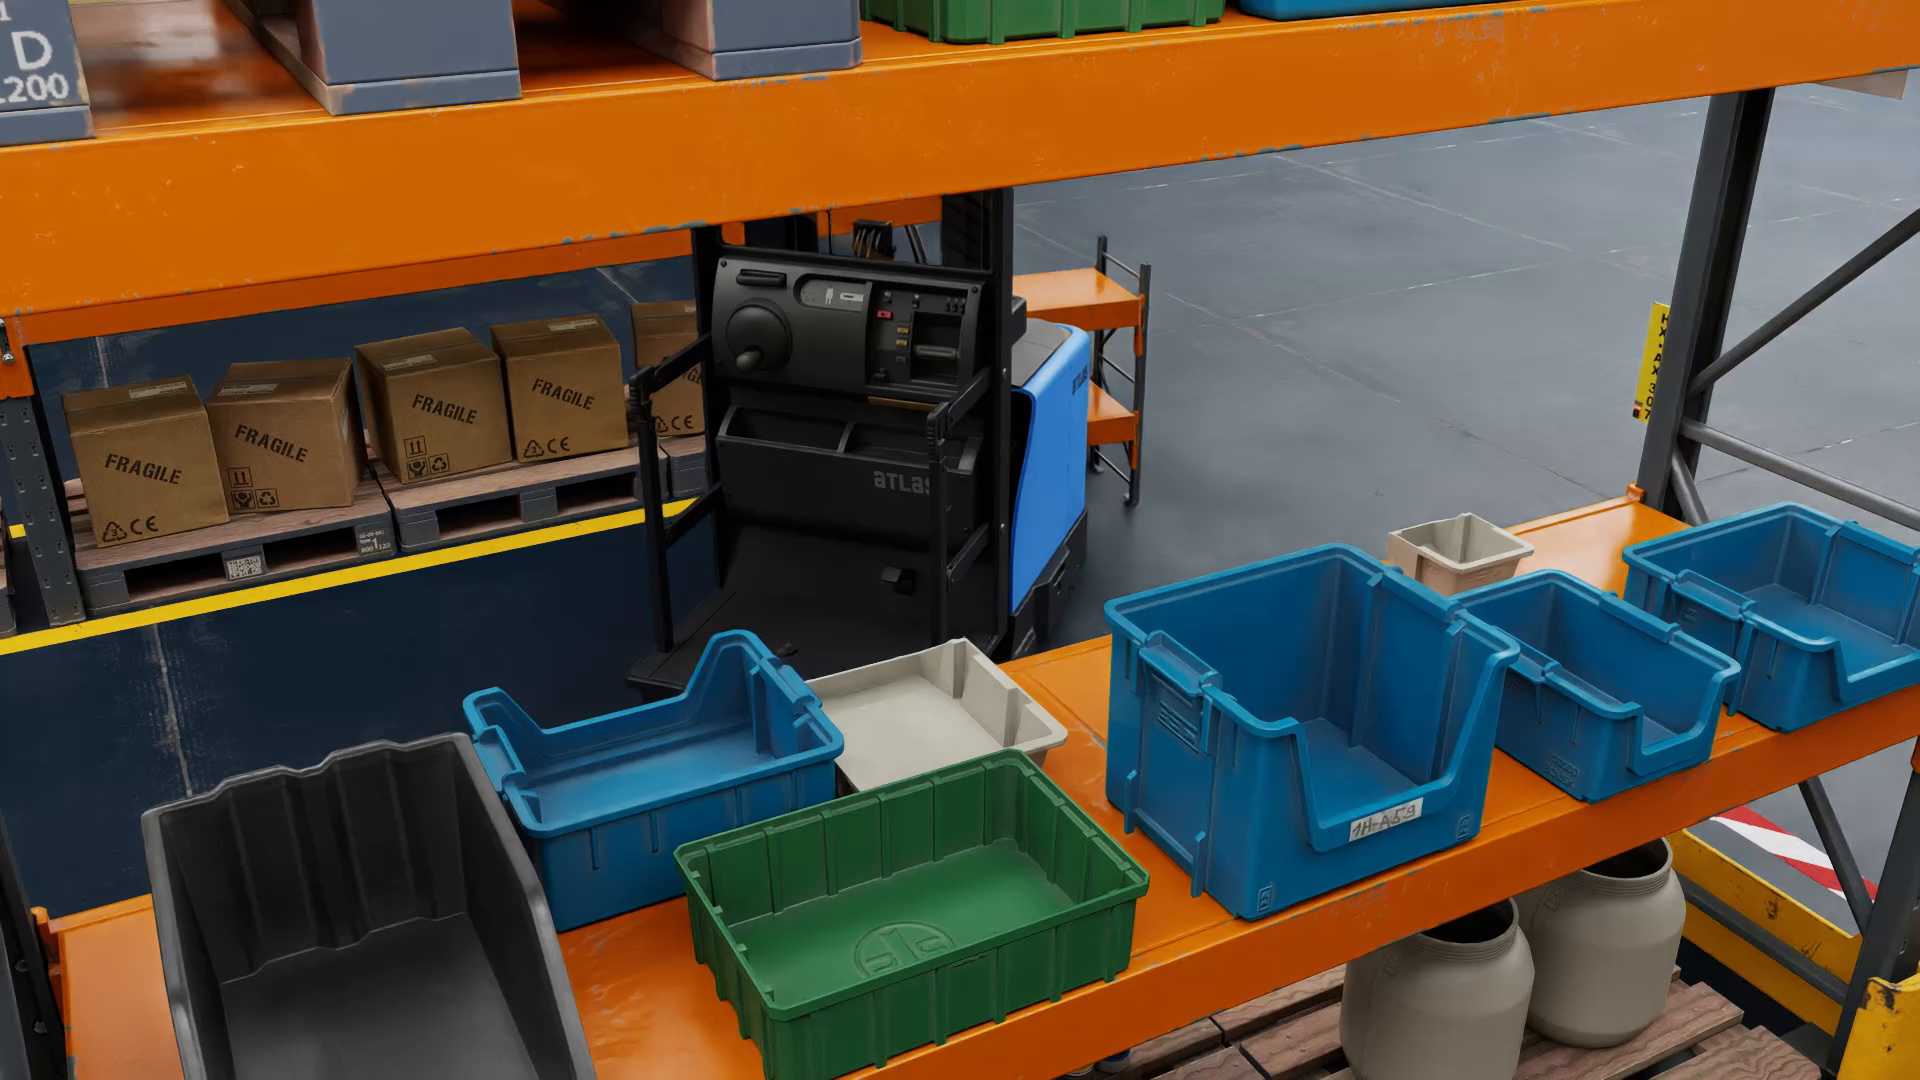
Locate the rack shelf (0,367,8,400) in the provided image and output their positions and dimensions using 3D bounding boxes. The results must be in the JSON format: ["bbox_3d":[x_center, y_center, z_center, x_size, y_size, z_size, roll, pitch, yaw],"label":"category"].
[{"bbox_3d":[-5.509,-0.474,5.603,4.000,0.370,1.077,-13,29,-25],"label":"rack shelf"}]

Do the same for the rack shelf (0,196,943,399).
[{"bbox_3d":[-1.979,-1.289,7.300,4.000,0.370,1.077,-13,29,-25],"label":"rack shelf"}]

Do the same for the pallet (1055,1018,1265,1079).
[{"bbox_3d":[0.277,1.572,3.732,1.213,0.211,1.003,-13,29,-25],"label":"pallet"}]

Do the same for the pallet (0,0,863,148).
[{"bbox_3d":[-0.823,-0.766,2.131,1.003,0.211,1.213,-13,29,-25],"label":"pallet"}]

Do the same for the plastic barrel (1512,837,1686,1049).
[{"bbox_3d":[1.571,0.967,4.160,0.421,0.512,0.421,0,26,0],"label":"plastic barrel"}]

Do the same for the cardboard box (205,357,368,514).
[{"bbox_3d":[-2.870,-0.454,7.133,0.500,0.500,0.500,-4,26,-9],"label":"cardboard box"}]

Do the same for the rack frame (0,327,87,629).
[{"bbox_3d":[-3.744,-1.206,6.296,0.127,3.000,1.000,-13,29,-25],"label":"rack frame"}]

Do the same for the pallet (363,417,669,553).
[{"bbox_3d":[-2.090,-0.349,7.733,1.213,0.211,1.003,-13,29,-25],"label":"pallet"}]

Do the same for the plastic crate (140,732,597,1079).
[{"bbox_3d":[-0.892,0.656,2.490,0.504,0.338,0.767,-13,29,-25],"label":"plastic crate"}]

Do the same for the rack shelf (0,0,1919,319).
[{"bbox_3d":[0.351,-0.749,2.711,4.000,0.370,1.077,-13,29,-25],"label":"rack shelf"}]

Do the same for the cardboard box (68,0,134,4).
[{"bbox_3d":[-3.227,-1.830,5.982,0.500,0.500,0.500,-13,29,-25],"label":"cardboard box"}]

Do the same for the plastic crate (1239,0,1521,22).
[{"bbox_3d":[0.575,-0.971,2.359,0.575,0.384,0.392,-13,29,-25],"label":"plastic crate"}]

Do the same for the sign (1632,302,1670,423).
[{"bbox_3d":[1.861,-0.465,4.432,0.005,0.325,0.100,-13,29,-25],"label":"sign"}]

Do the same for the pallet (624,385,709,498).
[{"bbox_3d":[-1.015,-0.596,8.247,1.213,0.211,1.003,-13,29,-25],"label":"pallet"}]

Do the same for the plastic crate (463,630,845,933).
[{"bbox_3d":[-0.565,0.424,3.074,0.616,0.251,0.499,-13,29,-25],"label":"plastic crate"}]

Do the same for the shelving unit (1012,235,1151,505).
[{"bbox_3d":[0.241,-0.700,7.408,1.048,1.125,0.538,-9,27,-17],"label":"shelving unit"}]

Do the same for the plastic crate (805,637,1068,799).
[{"bbox_3d":[-0.100,0.377,3.303,0.437,0.136,0.530,-13,29,-25],"label":"plastic crate"}]

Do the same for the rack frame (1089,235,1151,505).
[{"bbox_3d":[0.721,-0.772,7.559,0.032,1.125,0.500,-9,27,-17],"label":"rack frame"}]

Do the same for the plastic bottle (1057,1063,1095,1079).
[{"bbox_3d":[0.278,1.206,3.998,0.097,0.201,0.097,0,26,0],"label":"plastic bottle"}]

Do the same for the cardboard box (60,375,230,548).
[{"bbox_3d":[-3.372,-0.334,6.884,0.500,0.500,0.500,-14,29,-27],"label":"cardboard box"}]

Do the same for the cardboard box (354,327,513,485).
[{"bbox_3d":[-2.360,-0.610,7.459,0.500,0.500,0.500,-16,30,-30],"label":"cardboard box"}]

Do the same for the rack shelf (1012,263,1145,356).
[{"bbox_3d":[0.241,-0.964,7.281,1.000,0.278,0.538,-9,27,-17],"label":"rack shelf"}]

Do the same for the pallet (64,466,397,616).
[{"bbox_3d":[-3.168,-0.099,7.212,1.213,0.211,1.003,-13,29,-25],"label":"pallet"}]

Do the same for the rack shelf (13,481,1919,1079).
[{"bbox_3d":[0.351,0.603,3.360,4.000,0.370,1.077,-13,29,-25],"label":"rack shelf"}]

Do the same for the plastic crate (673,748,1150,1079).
[{"bbox_3d":[-0.083,0.613,2.753,0.662,0.188,0.450,-13,29,-25],"label":"plastic crate"}]

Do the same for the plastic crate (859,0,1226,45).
[{"bbox_3d":[0.107,-0.788,2.205,0.450,0.188,0.336,-13,29,-25],"label":"plastic crate"}]

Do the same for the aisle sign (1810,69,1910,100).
[{"bbox_3d":[2.042,-1.427,3.754,0.004,0.787,0.394,-13,29,-25],"label":"aisle sign"}]

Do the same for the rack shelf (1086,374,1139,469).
[{"bbox_3d":[0.241,-0.479,7.514,1.000,0.278,0.538,-9,27,-17],"label":"rack shelf"}]

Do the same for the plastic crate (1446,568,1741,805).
[{"bbox_3d":[1.240,0.284,3.364,0.408,0.251,0.499,-13,29,-25],"label":"plastic crate"}]

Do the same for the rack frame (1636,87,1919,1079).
[{"bbox_3d":[2.116,-0.129,4.053,0.127,3.000,1.000,-13,29,-25],"label":"rack frame"}]

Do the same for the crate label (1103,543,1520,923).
[{"bbox_3d":[0.619,0.333,3.049,0.616,0.435,0.502,-13,29,-25],"label":"crate label"}]

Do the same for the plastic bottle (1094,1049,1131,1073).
[{"bbox_3d":[0.370,1.153,4.027,0.097,0.271,0.097,0,26,0],"label":"plastic bottle"}]

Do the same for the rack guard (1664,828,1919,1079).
[{"bbox_3d":[2.071,1.031,4.524,0.348,0.500,1.175,-13,29,-25],"label":"rack guard"}]

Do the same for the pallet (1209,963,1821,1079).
[{"bbox_3d":[1.352,1.325,4.246,1.213,0.211,1.003,-13,29,-25],"label":"pallet"}]

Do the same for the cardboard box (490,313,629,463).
[{"bbox_3d":[-1.846,-0.707,7.660,0.500,0.500,0.500,-10,27,-20],"label":"cardboard box"}]

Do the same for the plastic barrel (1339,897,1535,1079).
[{"bbox_3d":[1.129,1.069,3.948,0.421,0.512,0.421,0,26,0],"label":"plastic barrel"}]

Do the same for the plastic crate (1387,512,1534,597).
[{"bbox_3d":[1.175,0.049,3.986,0.250,0.136,0.298,-13,29,-25],"label":"plastic crate"}]

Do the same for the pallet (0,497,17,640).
[{"bbox_3d":[-4.430,0.210,6.568,1.213,0.211,1.003,-13,29,-25],"label":"pallet"}]

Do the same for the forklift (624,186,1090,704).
[{"bbox_3d":[-0.446,-0.663,5.244,1.130,2.935,3.031,9,27,17],"label":"forklift"}]

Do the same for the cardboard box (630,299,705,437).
[{"bbox_3d":[-1.285,-0.827,7.910,0.500,0.500,0.500,-6,26,-12],"label":"cardboard box"}]

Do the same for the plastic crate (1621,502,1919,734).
[{"bbox_3d":[1.815,0.154,3.635,0.616,0.251,0.499,-13,29,-25],"label":"plastic crate"}]

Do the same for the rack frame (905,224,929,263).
[{"bbox_3d":[-0.215,-2.020,7.993,0.127,3.000,1.000,-13,29,-25],"label":"rack frame"}]
